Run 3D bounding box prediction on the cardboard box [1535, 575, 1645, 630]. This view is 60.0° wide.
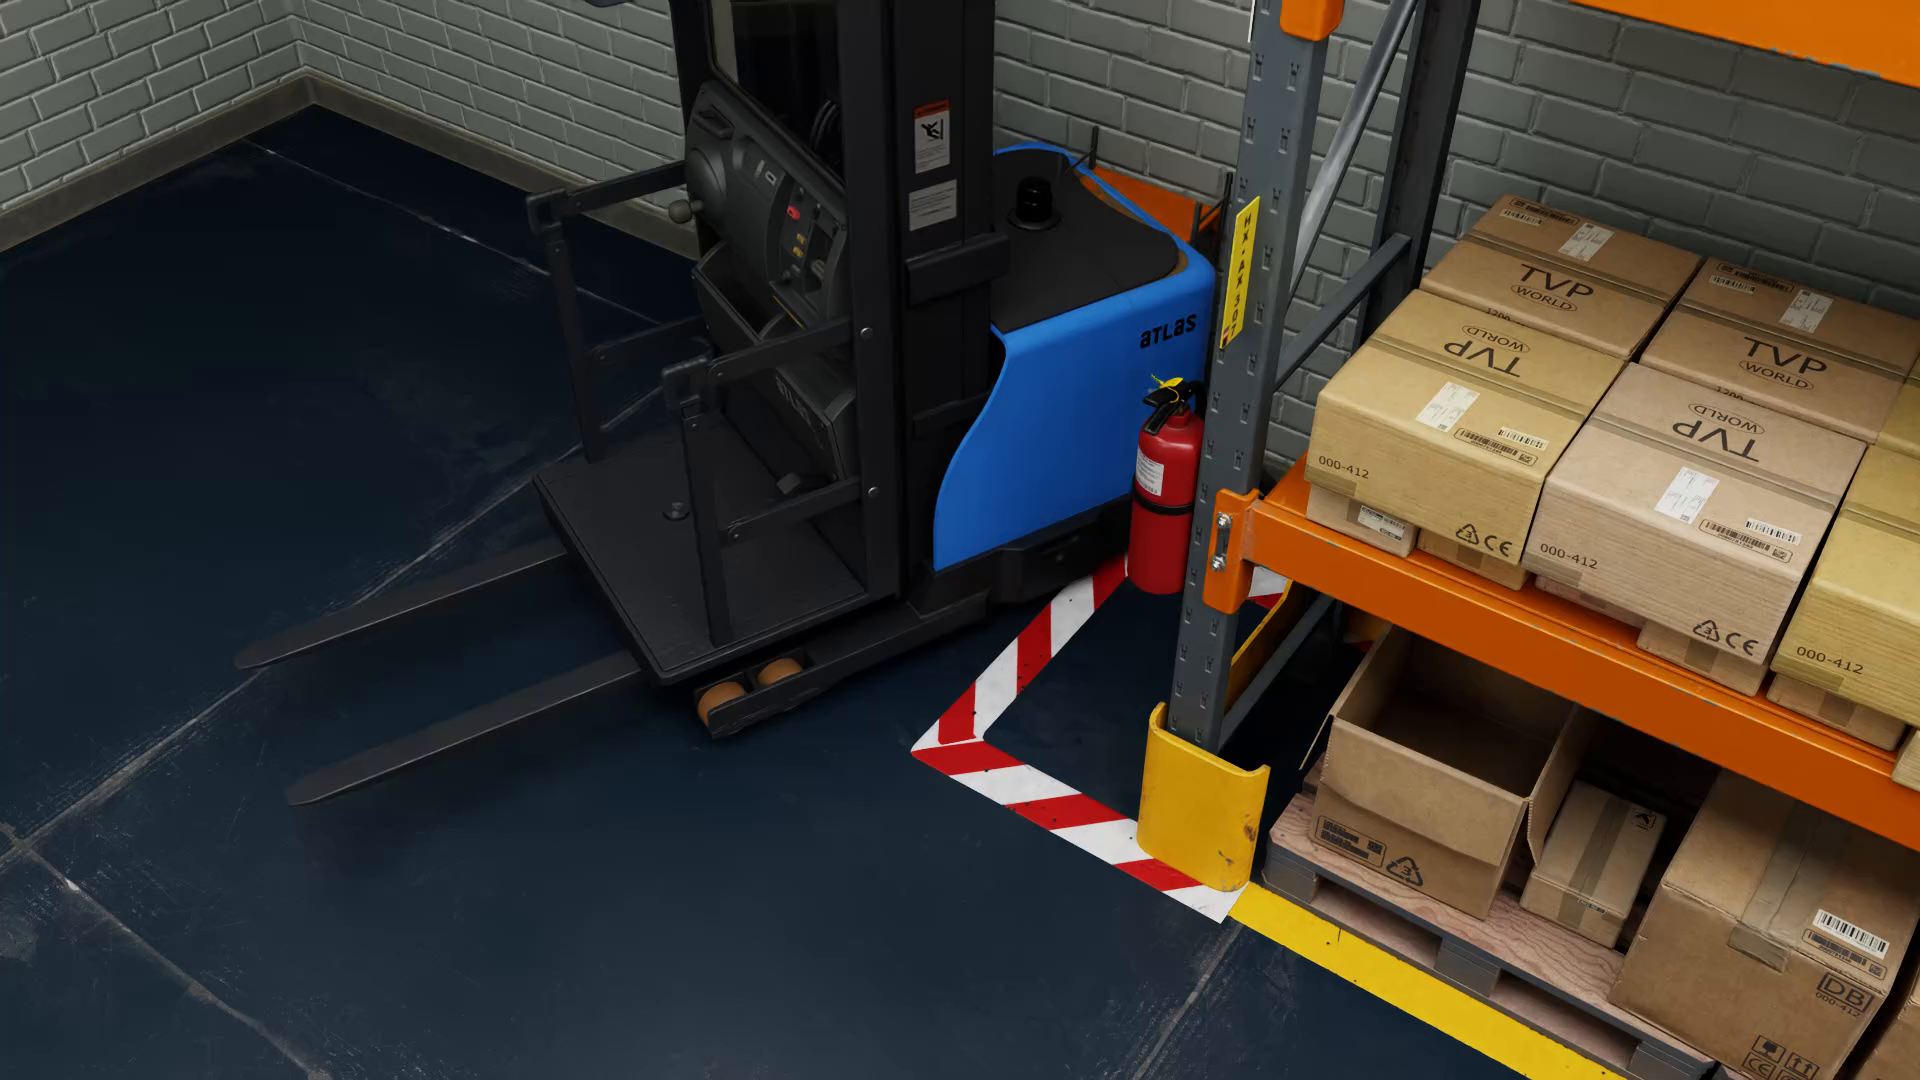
[{"bbox_3d":[1.478,-0.006,3.696,0.250,0.149,0.380,24,47,25],"label":"cardboard box"}]

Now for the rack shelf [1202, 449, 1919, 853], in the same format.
[{"bbox_3d":[2.534,0.505,3.476,4.000,0.370,1.077,25,48,25],"label":"rack shelf"}]

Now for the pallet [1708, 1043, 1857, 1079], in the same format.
[{"bbox_3d":[2.606,1.311,4.126,1.213,0.211,1.003,25,48,25],"label":"pallet"}]

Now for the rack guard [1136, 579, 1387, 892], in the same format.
[{"bbox_3d":[0.958,0.431,4.893,0.348,0.500,1.175,25,48,25],"label":"rack guard"}]

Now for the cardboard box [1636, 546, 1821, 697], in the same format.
[{"bbox_3d":[1.650,0.124,3.550,0.250,0.149,0.380,27,48,27],"label":"cardboard box"}]

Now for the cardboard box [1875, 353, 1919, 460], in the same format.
[{"bbox_3d":[2.249,-0.163,3.572,0.500,0.250,0.500,27,48,27],"label":"cardboard box"}]

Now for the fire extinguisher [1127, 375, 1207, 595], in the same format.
[{"bbox_3d":[0.510,-0.165,4.023,0.183,0.674,0.296,25,48,25],"label":"fire extinguisher"}]

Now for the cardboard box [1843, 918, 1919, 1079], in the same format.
[{"bbox_3d":[2.396,1.137,3.789,0.500,0.500,0.500,26,48,26],"label":"cardboard box"}]

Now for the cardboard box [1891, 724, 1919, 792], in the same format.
[{"bbox_3d":[2.034,0.360,3.286,0.250,0.149,0.380,24,47,24],"label":"cardboard box"}]

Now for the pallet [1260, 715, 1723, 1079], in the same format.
[{"bbox_3d":[1.612,0.844,4.649,1.213,0.211,1.003,25,48,25],"label":"pallet"}]

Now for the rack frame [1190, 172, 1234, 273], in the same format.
[{"bbox_3d":[0.770,-0.657,5.590,0.015,1.200,0.240,25,47,22],"label":"rack frame"}]

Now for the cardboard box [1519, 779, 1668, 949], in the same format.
[{"bbox_3d":[1.668,0.847,4.377,0.250,0.149,0.380,23,47,24],"label":"cardboard box"}]

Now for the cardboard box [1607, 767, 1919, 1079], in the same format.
[{"bbox_3d":[2.020,0.880,4.076,0.500,0.500,0.700,27,48,27],"label":"cardboard box"}]

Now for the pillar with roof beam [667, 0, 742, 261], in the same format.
[{"bbox_3d":[-3.266,-1.939,1.169,0.400,9.000,9.100,25,48,25],"label":"pillar with roof beam"}]

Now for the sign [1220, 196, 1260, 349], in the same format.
[{"bbox_3d":[0.585,-0.556,3.472,0.005,0.325,0.100,25,48,25],"label":"sign"}]

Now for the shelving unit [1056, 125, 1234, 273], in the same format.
[{"bbox_3d":[0.565,-0.753,5.681,0.503,1.200,0.258,25,47,22],"label":"shelving unit"}]

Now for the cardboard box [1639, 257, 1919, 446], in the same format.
[{"bbox_3d":[1.847,-0.355,3.786,0.500,0.250,0.500,25,48,25],"label":"cardboard box"}]

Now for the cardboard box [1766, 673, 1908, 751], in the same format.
[{"bbox_3d":[1.870,0.223,3.440,0.250,0.149,0.380,26,48,26],"label":"cardboard box"}]

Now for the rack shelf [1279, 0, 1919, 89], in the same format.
[{"bbox_3d":[2.534,-0.613,2.476,4.000,0.370,1.077,25,48,25],"label":"rack shelf"}]

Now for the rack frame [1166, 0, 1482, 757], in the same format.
[{"bbox_3d":[0.896,-0.529,4.092,0.127,3.000,1.000,25,48,25],"label":"rack frame"}]

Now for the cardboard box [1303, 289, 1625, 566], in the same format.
[{"bbox_3d":[1.113,-0.263,3.684,0.500,0.250,0.500,25,48,26],"label":"cardboard box"}]

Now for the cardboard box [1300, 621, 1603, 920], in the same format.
[{"bbox_3d":[1.343,0.531,4.465,0.637,0.503,0.797,23,47,24],"label":"cardboard box"}]

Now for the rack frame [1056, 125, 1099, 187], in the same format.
[{"bbox_3d":[0.360,-0.848,5.773,0.015,1.200,0.240,25,47,22],"label":"rack frame"}]

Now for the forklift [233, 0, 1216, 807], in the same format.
[{"bbox_3d":[-0.726,-0.899,4.557,3.031,2.935,1.130,-22,46,-23],"label":"forklift"}]

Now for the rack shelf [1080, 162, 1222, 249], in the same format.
[{"bbox_3d":[0.581,-1.042,5.416,0.480,0.148,0.258,25,47,22],"label":"rack shelf"}]

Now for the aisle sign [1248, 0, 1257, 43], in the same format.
[{"bbox_3d":[0.672,-1.364,3.075,0.004,0.787,0.394,25,48,25],"label":"aisle sign"}]

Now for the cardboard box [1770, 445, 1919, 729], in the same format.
[{"bbox_3d":[1.943,0.122,3.254,0.500,0.250,0.500,24,47,25],"label":"cardboard box"}]

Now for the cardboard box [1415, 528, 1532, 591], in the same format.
[{"bbox_3d":[1.243,-0.088,3.787,0.250,0.149,0.380,26,48,26],"label":"cardboard box"}]

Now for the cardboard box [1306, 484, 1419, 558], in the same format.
[{"bbox_3d":[1.008,-0.160,3.868,0.250,0.149,0.380,25,47,25],"label":"cardboard box"}]

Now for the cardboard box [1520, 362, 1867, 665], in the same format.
[{"bbox_3d":[1.526,-0.070,3.469,0.500,0.250,0.500,26,48,26],"label":"cardboard box"}]

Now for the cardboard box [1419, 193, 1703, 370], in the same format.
[{"bbox_3d":[1.425,-0.553,4.008,0.500,0.250,0.500,26,48,26],"label":"cardboard box"}]
